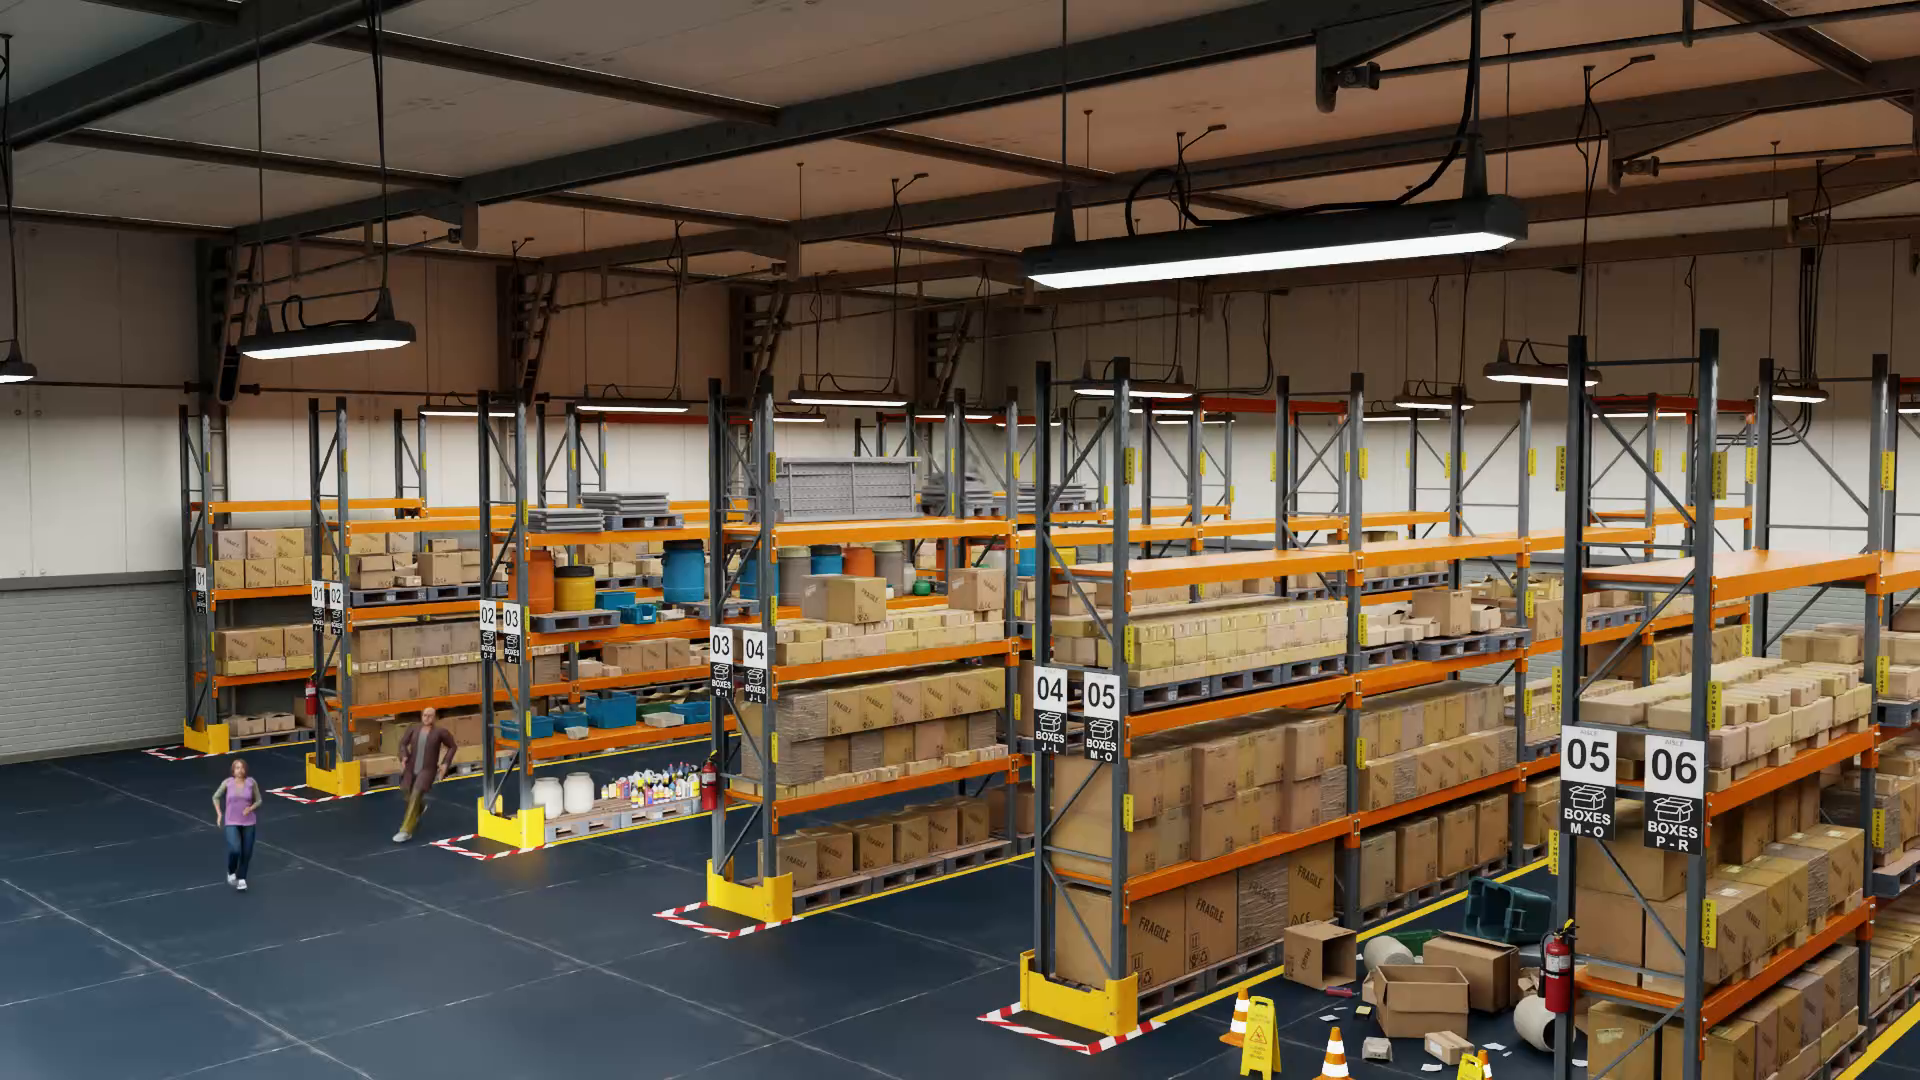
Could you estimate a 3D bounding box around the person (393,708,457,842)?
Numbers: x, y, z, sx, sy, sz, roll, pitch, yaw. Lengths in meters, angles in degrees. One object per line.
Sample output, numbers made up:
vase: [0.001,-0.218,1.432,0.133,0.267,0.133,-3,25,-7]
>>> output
person: [-7.193,3.114,22.323,0.774,1.727,0.983,0,3,7]

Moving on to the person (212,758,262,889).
person: [-8.446,3.342,19.481,0.515,1.562,0.596,-2,3,-31]

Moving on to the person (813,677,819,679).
person: [-2.817,2.789,28.534,0.640,1.831,0.727,2,4,32]
